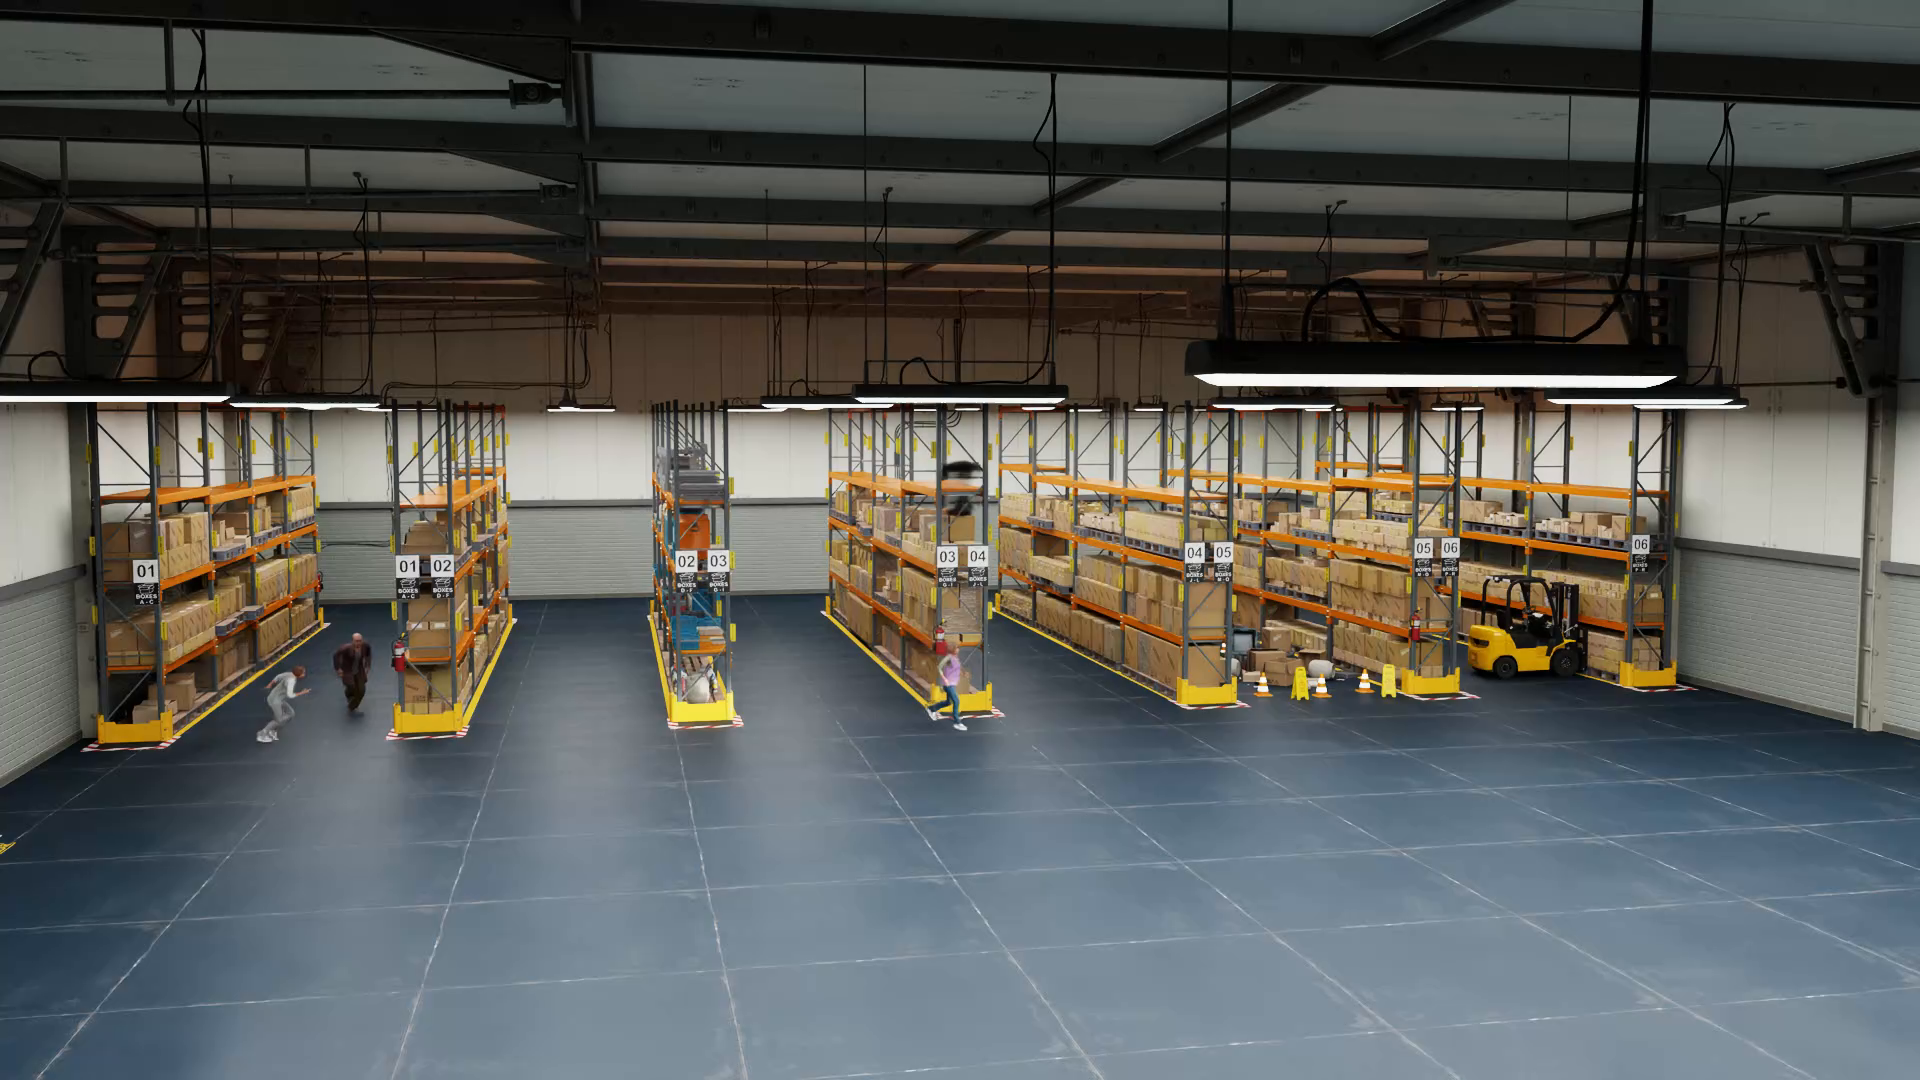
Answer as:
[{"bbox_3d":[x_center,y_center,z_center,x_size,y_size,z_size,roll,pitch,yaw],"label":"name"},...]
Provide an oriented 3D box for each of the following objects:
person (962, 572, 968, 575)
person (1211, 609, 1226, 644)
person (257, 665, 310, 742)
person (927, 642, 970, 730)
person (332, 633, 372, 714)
[{"bbox_3d":[0.186,1.299,47.363,0.696,1.724,0.669,-1,4,-8],"label":"person"},{"bbox_3d":[6.403,1.806,41.059,0.645,1.666,0.960,-3,5,-31],"label":"person"},{"bbox_3d":[-11.829,2.888,29.072,0.914,1.289,0.577,-1,5,-17],"label":"person"},{"bbox_3d":[-0.250,2.651,30.365,0.844,1.594,0.519,2,5,23],"label":"person"},{"bbox_3d":[-11.652,2.542,31.828,0.729,1.587,0.961,-3,5,-36],"label":"person"}]
